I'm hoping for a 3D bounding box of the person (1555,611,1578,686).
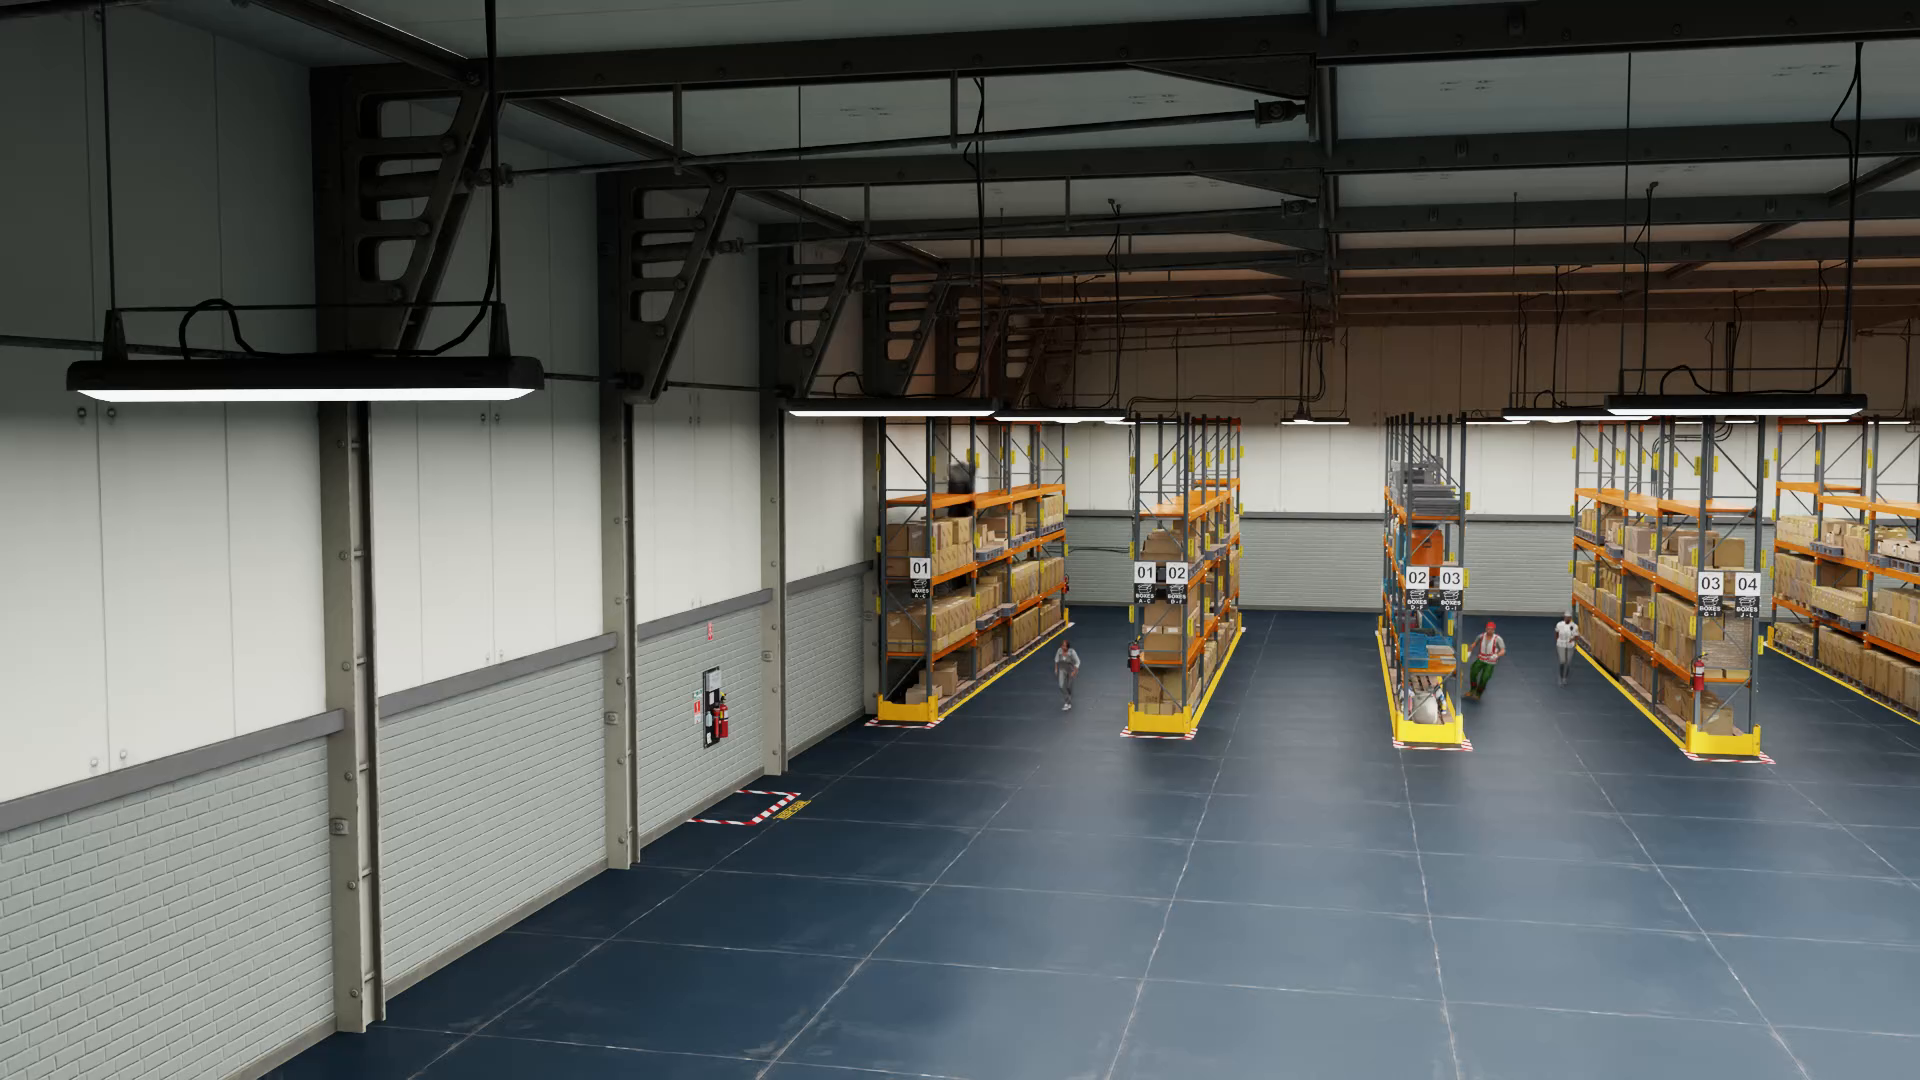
[{"bbox_3d":[13.478,2.403,36.943,0.464,1.702,0.804,1,4,11],"label":"person"}]

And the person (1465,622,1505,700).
[{"bbox_3d":[10.941,2.533,34.774,0.877,1.674,0.626,2,4,30],"label":"person"}]

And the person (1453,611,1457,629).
[{"bbox_3d":[13.963,1.689,47.346,0.722,1.752,0.627,2,4,30],"label":"person"}]

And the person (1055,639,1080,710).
[{"bbox_3d":[2.212,2.708,33.945,0.540,1.454,0.942,1,4,14],"label":"person"}]
